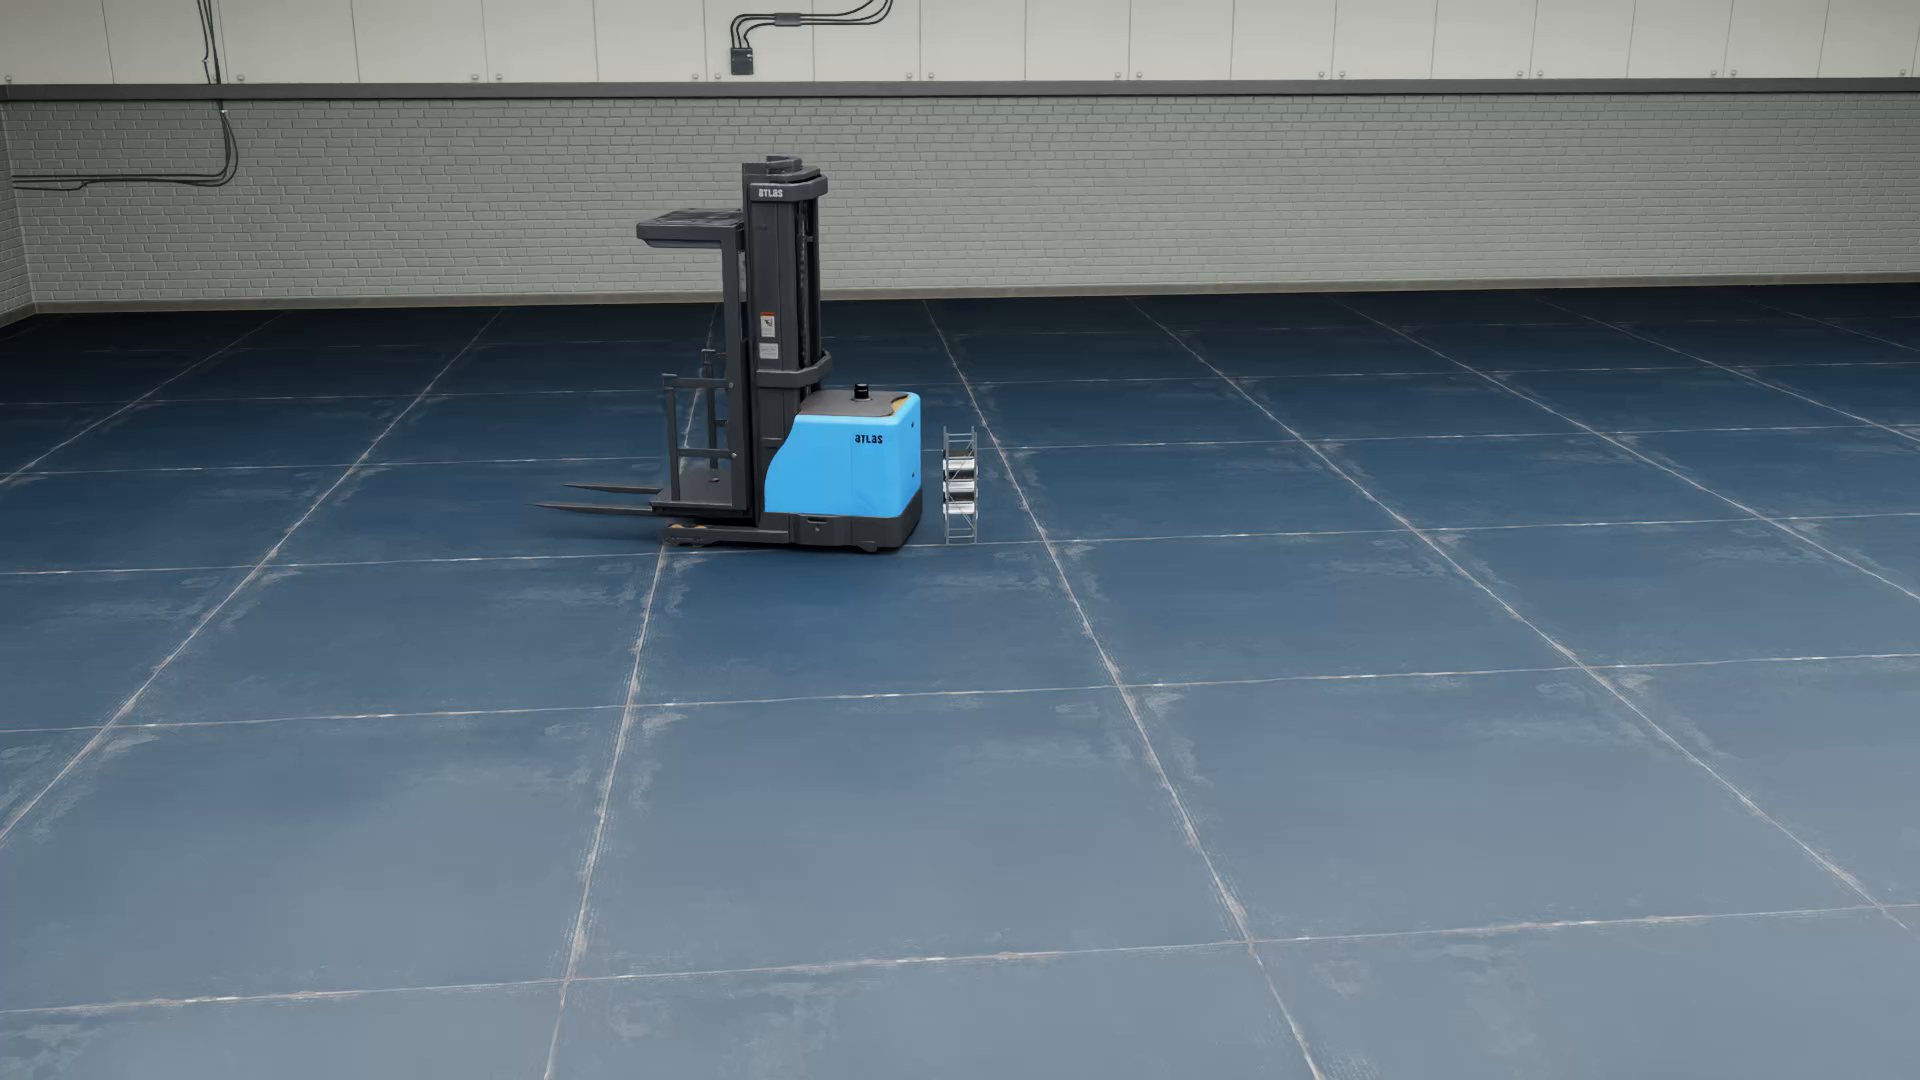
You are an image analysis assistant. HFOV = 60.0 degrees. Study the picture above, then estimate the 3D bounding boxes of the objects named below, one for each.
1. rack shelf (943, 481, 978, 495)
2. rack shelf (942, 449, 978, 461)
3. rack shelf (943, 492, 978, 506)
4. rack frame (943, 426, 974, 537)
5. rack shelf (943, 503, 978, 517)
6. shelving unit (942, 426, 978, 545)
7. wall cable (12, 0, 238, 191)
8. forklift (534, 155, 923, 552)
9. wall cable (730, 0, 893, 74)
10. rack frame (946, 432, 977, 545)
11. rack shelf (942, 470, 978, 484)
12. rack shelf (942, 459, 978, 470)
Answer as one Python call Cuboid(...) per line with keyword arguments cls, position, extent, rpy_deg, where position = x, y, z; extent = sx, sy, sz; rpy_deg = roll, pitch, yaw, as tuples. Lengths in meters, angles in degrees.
Cuboid(cls="rack shelf", position=(0.001, -0.395, 13.045), extent=(0.258, 0.077, 0.200), rpy_deg=(-2, 18, -6))
Cuboid(cls="rack shelf", position=(0.001, -0.653, 12.964), extent=(0.258, 0.077, 0.200), rpy_deg=(-2, 18, -6))
Cuboid(cls="rack shelf", position=(0.001, -0.309, 13.072), extent=(0.258, 0.077, 0.200), rpy_deg=(-2, 18, -6))
Cuboid(cls="rack frame", position=(-0.010, -0.457, 13.131), extent=(0.240, 0.900, 0.006), rpy_deg=(-2, 18, -6))
Cuboid(cls="rack shelf", position=(0.001, -0.223, 13.098), extent=(0.258, 0.077, 0.200), rpy_deg=(-2, 18, -6))
Cuboid(cls="shelving unit", position=(0.001, -0.427, 13.035), extent=(0.258, 0.900, 0.210), rpy_deg=(-2, 18, -6))
Cuboid(cls="wall cable", position=(-11.492, -6.020, 22.512), extent=(3.097, 2.526, 0.112), rpy_deg=(-2, 18, -6))
Cuboid(cls="forklift", position=(-1.870, -1.494, 13.043), extent=(3.031, 2.935, 1.130), rpy_deg=(3, 18, 9))
Cuboid(cls="wall cable", position=(-2.048, -9.412, 22.457), extent=(2.305, 6.003, 0.169), rpy_deg=(-2, 18, -6))
Cuboid(cls="rack frame", position=(0.011, -0.397, 12.938), extent=(0.240, 0.900, 0.006), rpy_deg=(-2, 18, -6))
Cuboid(cls="rack shelf", position=(0.001, -0.481, 13.018), extent=(0.258, 0.077, 0.200), rpy_deg=(-2, 18, -6))
Cuboid(cls="rack shelf", position=(0.001, -0.567, 12.991), extent=(0.258, 0.077, 0.200), rpy_deg=(-2, 18, -6))
